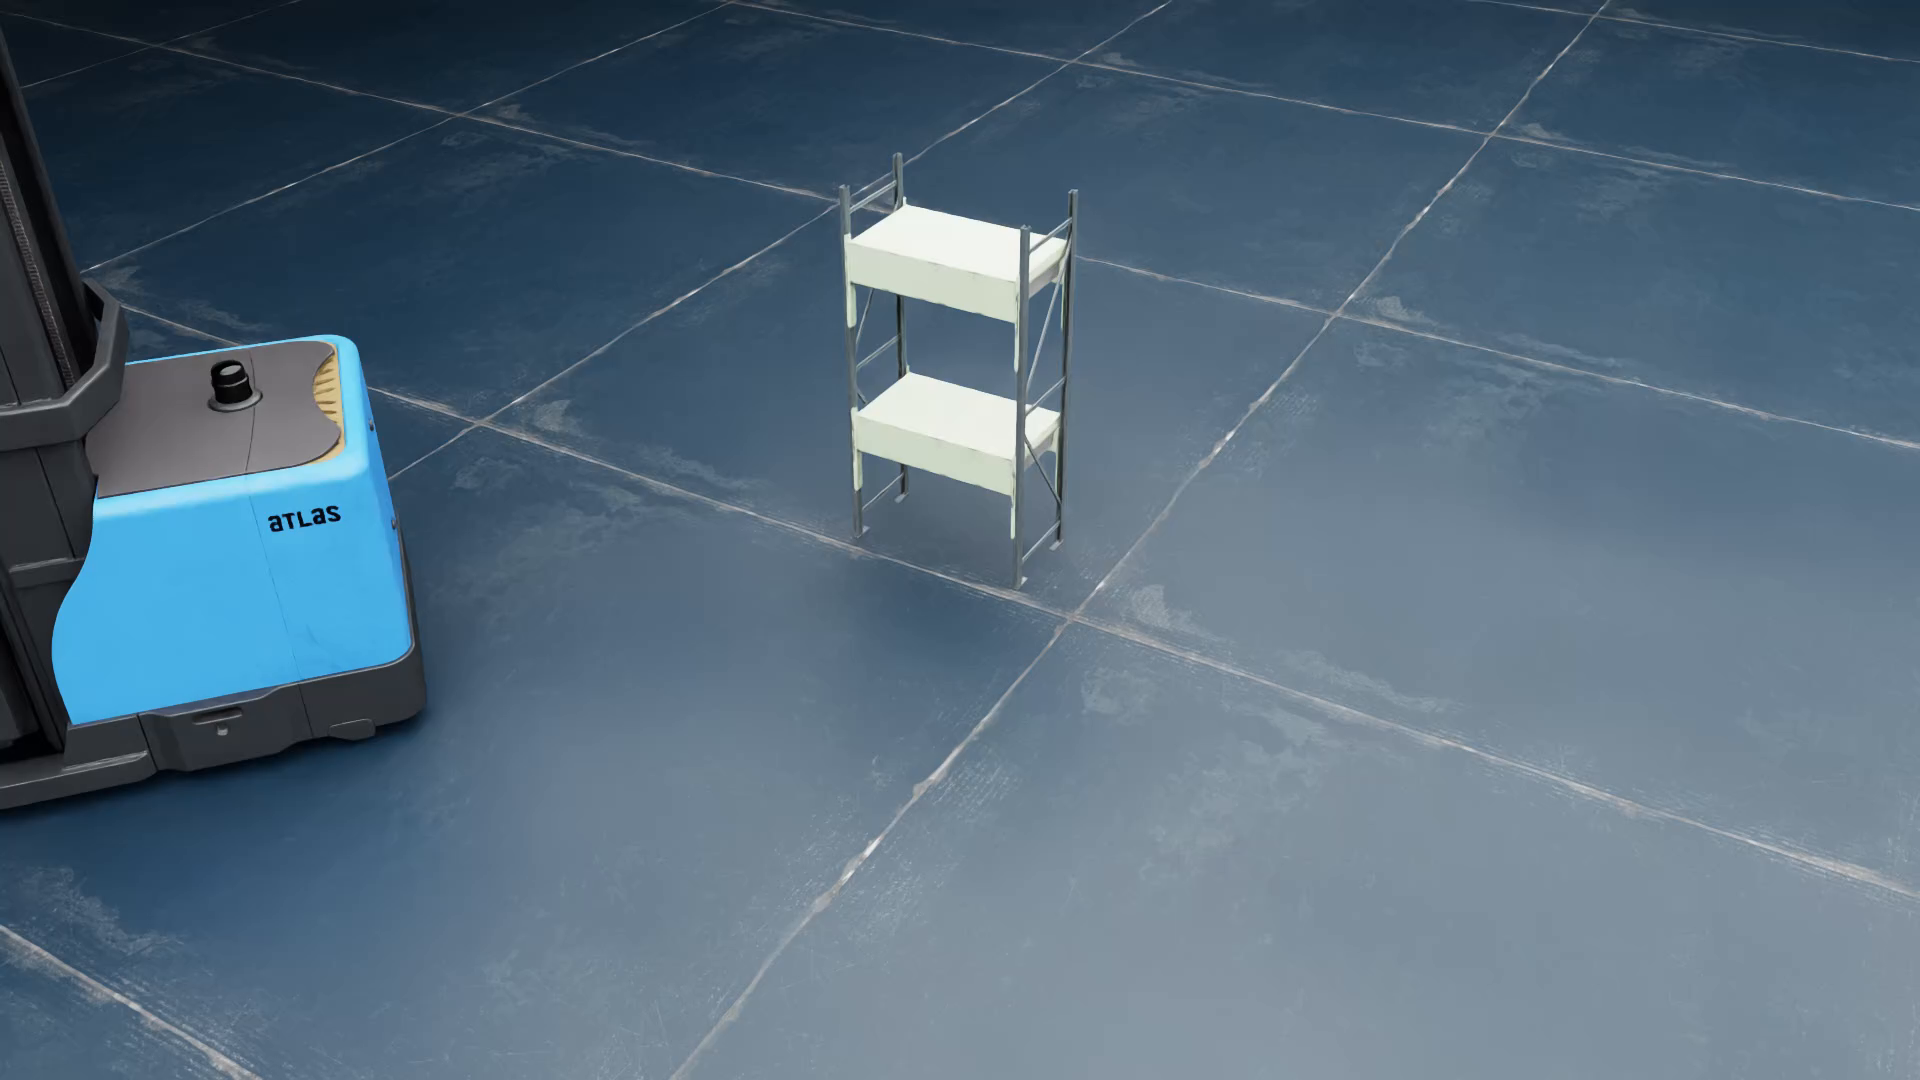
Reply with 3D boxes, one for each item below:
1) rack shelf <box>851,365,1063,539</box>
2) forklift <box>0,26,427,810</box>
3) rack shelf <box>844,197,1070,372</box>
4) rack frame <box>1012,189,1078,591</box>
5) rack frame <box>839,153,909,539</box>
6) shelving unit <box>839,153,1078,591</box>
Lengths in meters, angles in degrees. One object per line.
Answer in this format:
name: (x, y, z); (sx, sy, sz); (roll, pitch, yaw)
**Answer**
rack shelf: (-0.006, -0.355, 6.518); (0.720, 0.370, 0.431); (18, 37, 24)
forklift: (-3.426, -0.554, 4.938); (3.031, 2.935, 1.130); (-11, 35, -16)
rack shelf: (-0.006, -0.951, 6.121); (0.720, 0.370, 0.431); (18, 37, 24)
rack frame: (0.312, -0.525, 6.186); (0.023, 1.500, 0.400); (18, 37, 24)
rack frame: (-0.324, -0.727, 6.488); (0.023, 1.500, 0.400); (18, 37, 24)
shelving unit: (-0.006, -0.626, 6.337); (0.755, 1.500, 0.431); (18, 37, 24)
